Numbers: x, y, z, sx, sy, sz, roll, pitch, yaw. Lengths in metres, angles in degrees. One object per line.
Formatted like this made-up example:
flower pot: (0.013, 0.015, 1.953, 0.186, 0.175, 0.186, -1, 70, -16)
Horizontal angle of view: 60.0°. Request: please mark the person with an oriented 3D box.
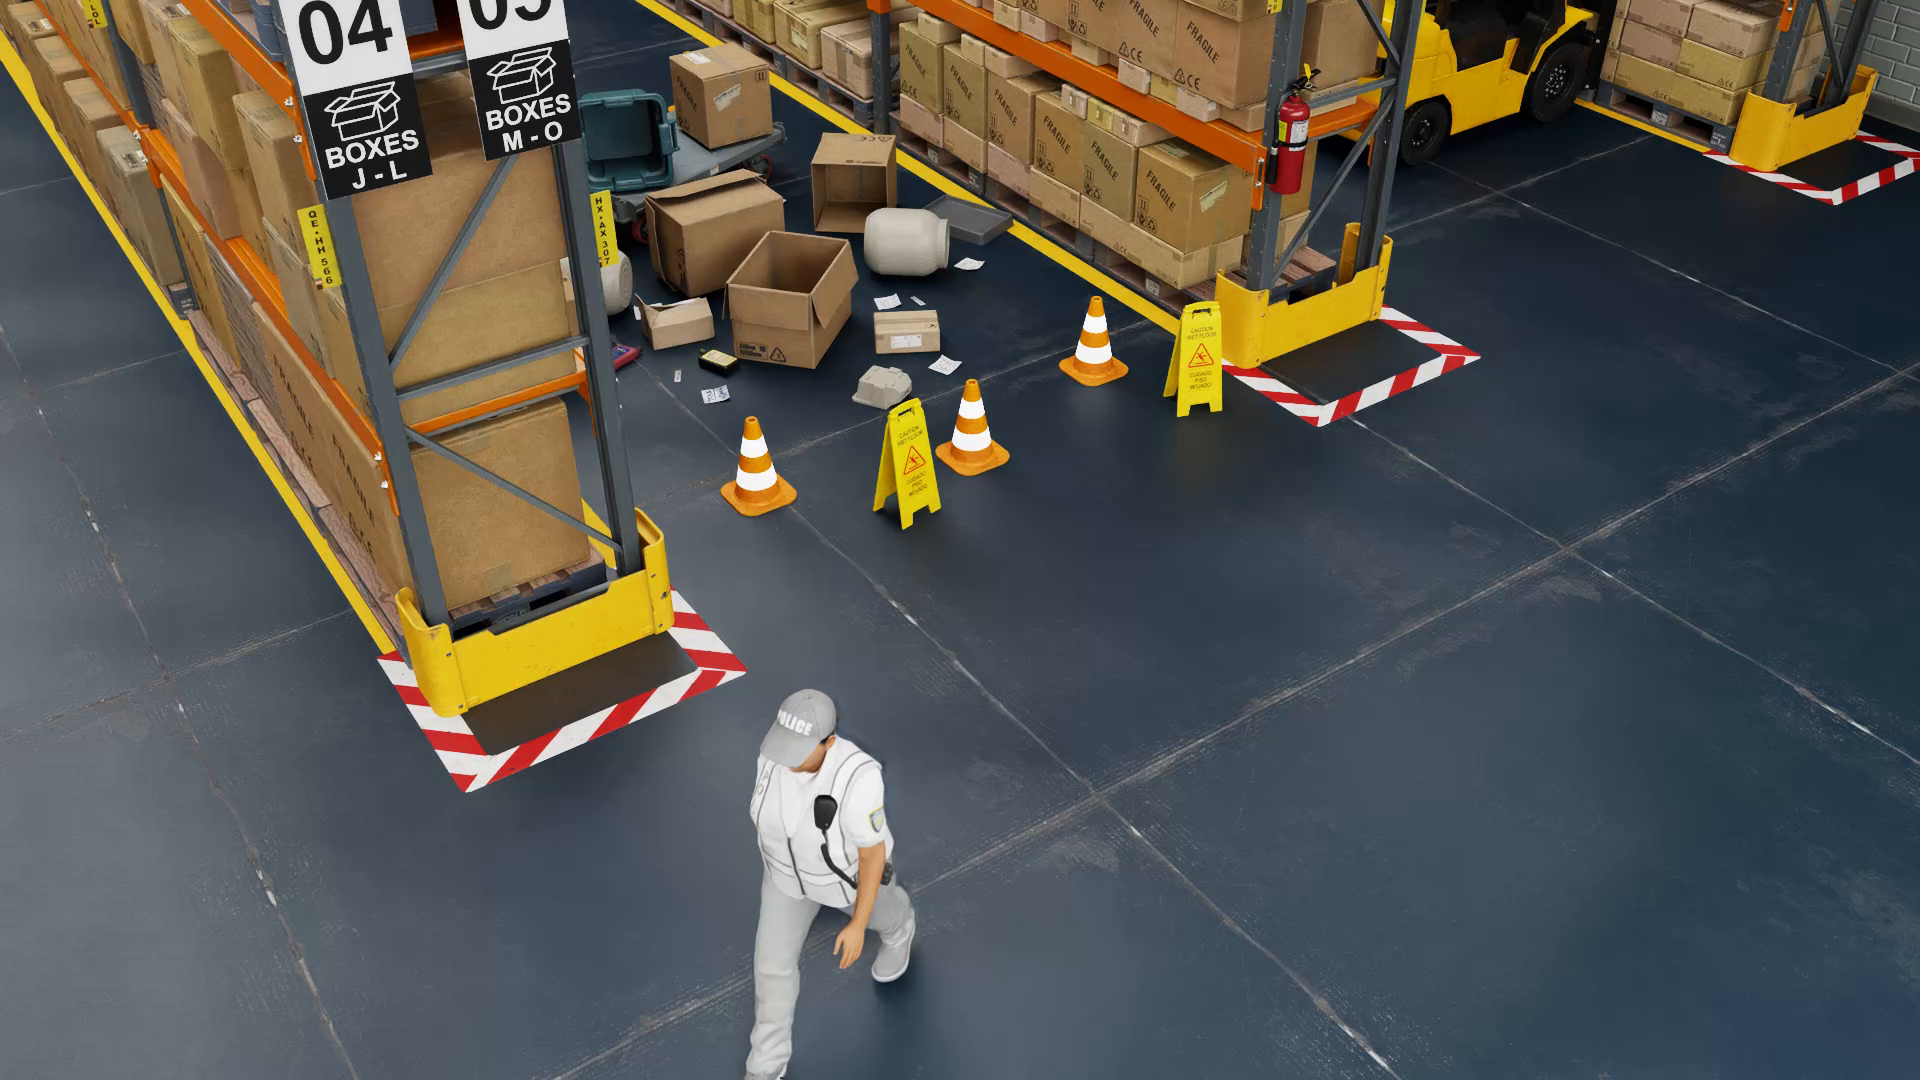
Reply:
person: (-0.458, 1.105, 5.505, 0.506, 1.607, 1.029, 13, 38, 17)
